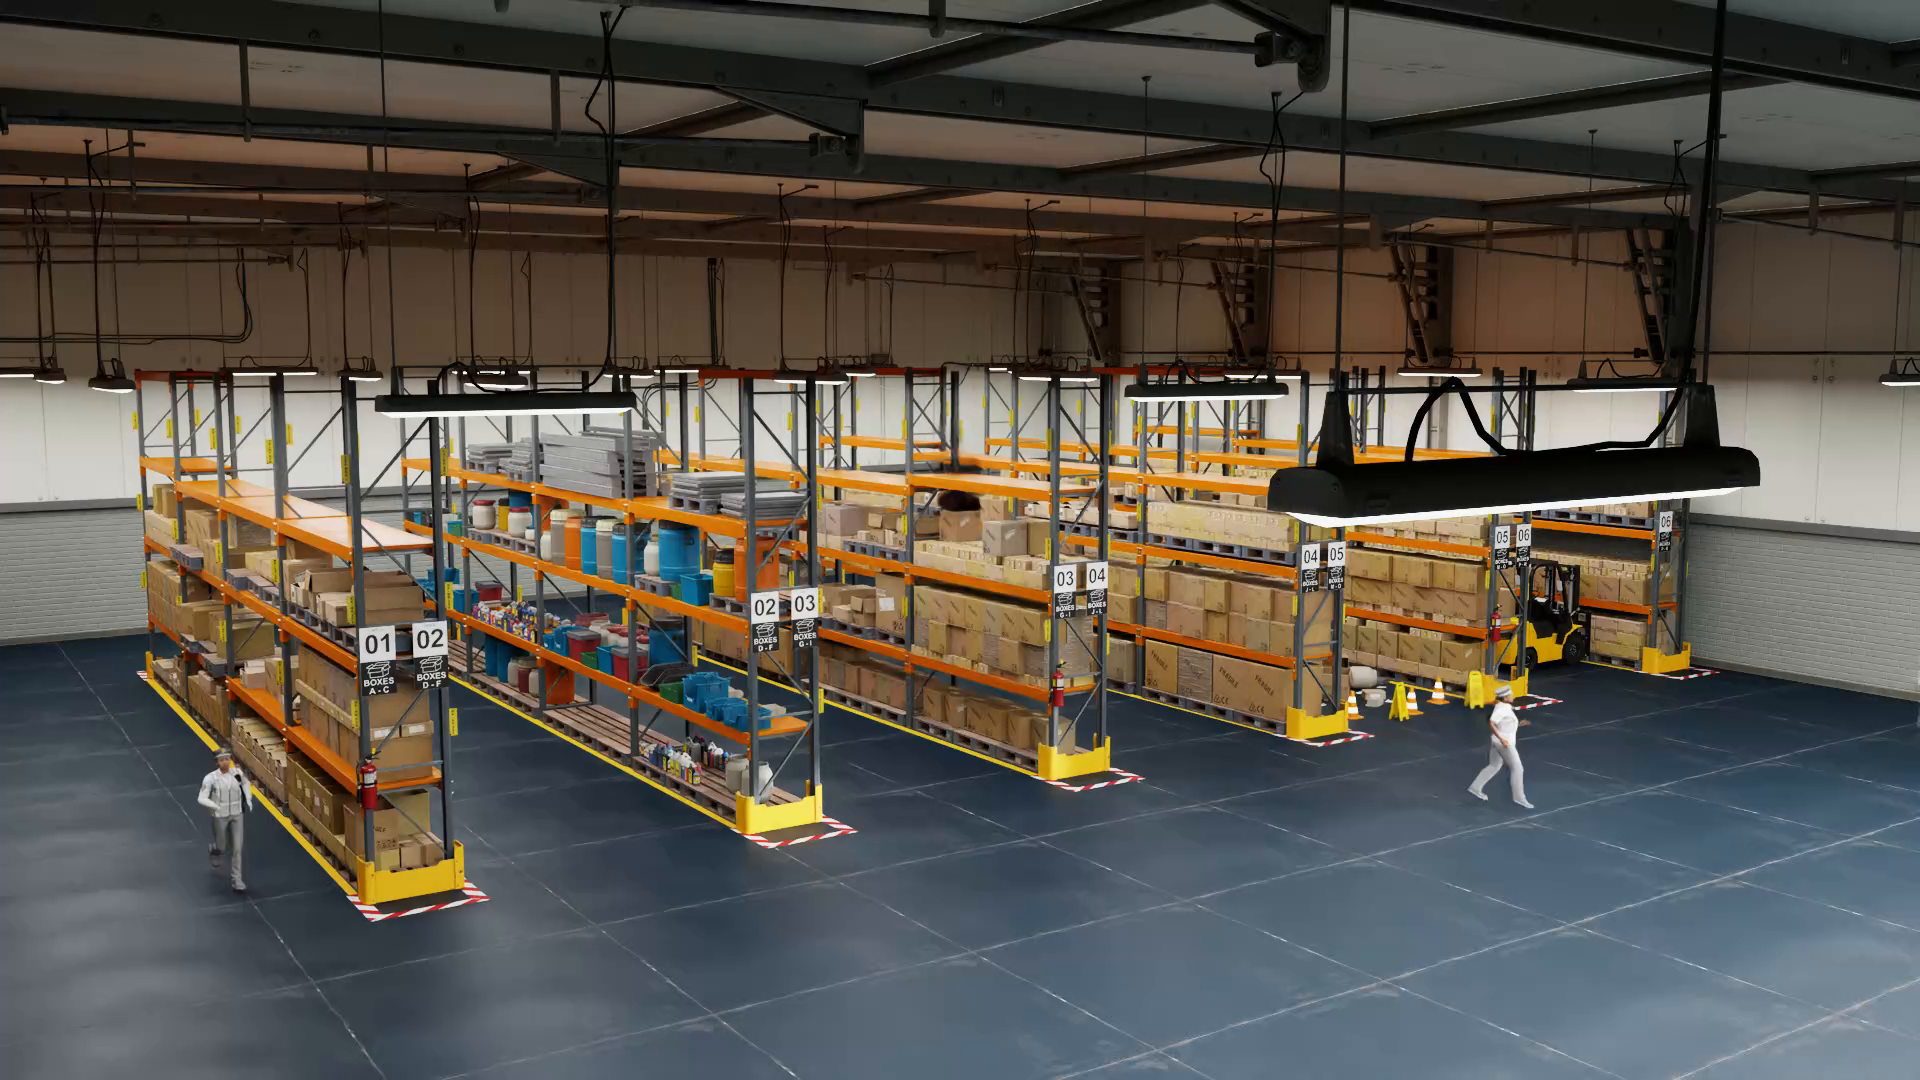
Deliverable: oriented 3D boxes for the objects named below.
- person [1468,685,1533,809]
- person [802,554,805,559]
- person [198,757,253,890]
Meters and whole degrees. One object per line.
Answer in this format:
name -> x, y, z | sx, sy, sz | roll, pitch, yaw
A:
person -> 7.560, 2.865, 23.180 | 0.866, 1.727, 0.563 | 1, 6, 5
person -> -3.705, 1.125, 38.709 | 0.754, 1.676, 0.578 | -4, 7, -30
person -> -8.694, 3.294, 19.769 | 0.630, 1.612, 0.949 | -5, 8, -38
